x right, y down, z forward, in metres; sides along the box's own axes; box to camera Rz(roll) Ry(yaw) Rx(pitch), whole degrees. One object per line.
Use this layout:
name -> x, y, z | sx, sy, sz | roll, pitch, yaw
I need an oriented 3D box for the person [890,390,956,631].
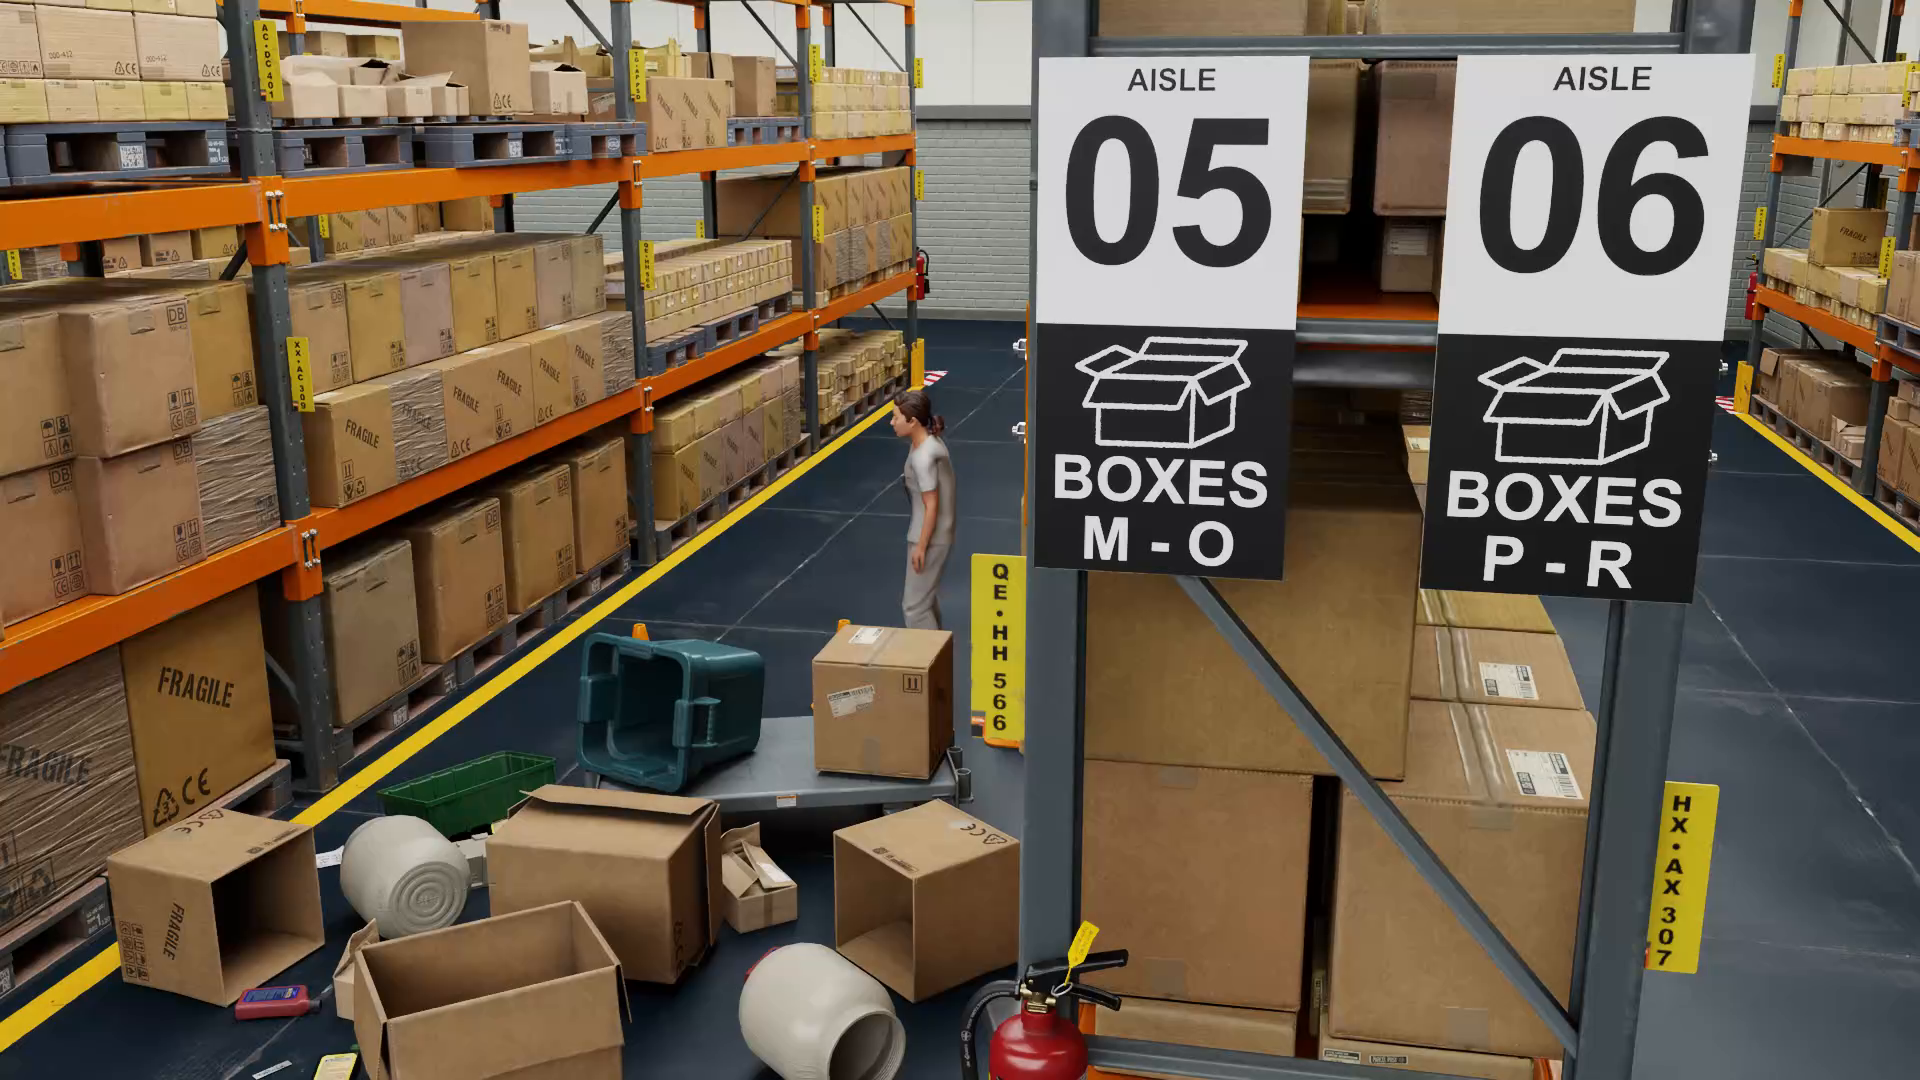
person -> -0.205, 0.007, 8.992 | 0.366, 1.671, 0.503 | 0, 15, -1
